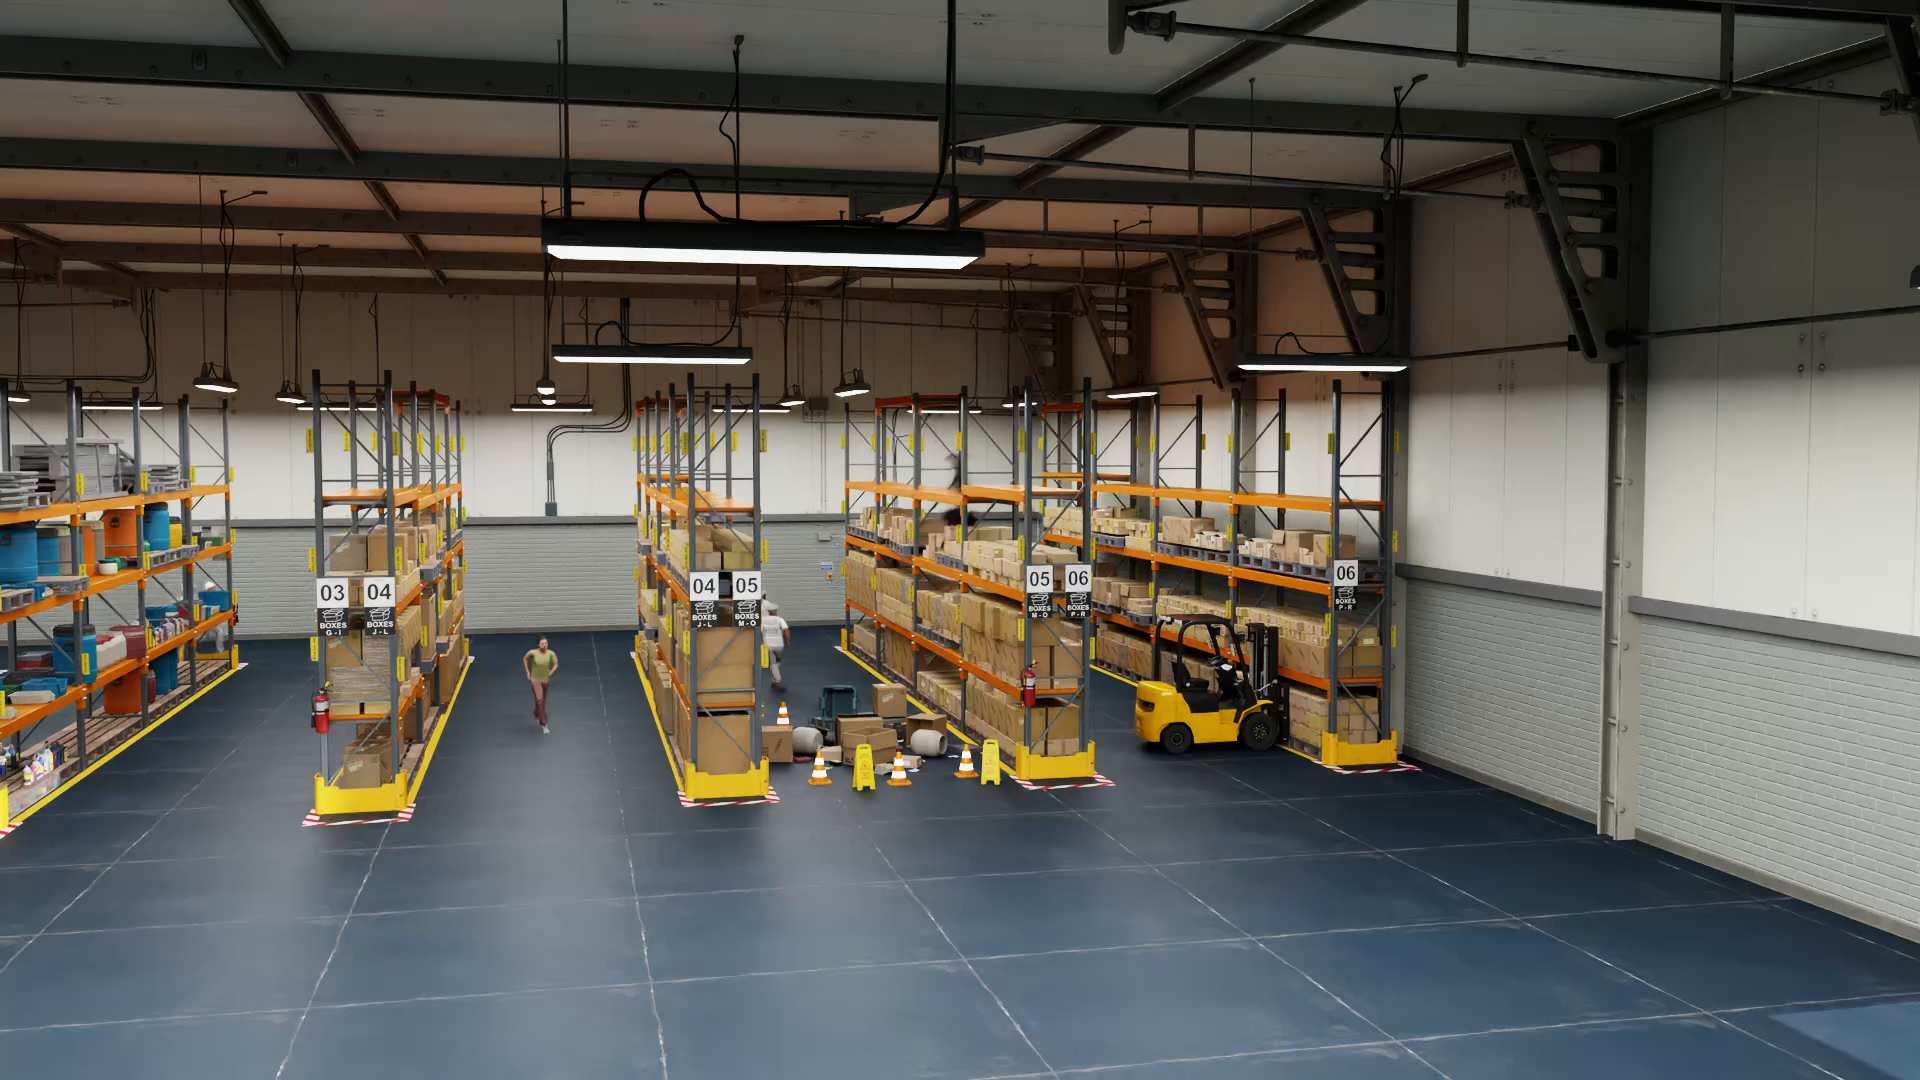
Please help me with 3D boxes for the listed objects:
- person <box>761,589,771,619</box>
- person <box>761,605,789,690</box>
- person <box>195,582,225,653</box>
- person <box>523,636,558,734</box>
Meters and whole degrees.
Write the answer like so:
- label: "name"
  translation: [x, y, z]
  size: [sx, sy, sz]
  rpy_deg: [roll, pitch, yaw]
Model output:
- label: "person"
  translation: [-4.606, 1.948, 38.421]
  size: [0.585, 1.649, 0.690]
  rpy_deg: [-3, 4, -42]
- label: "person"
  translation: [-3.805, 2.233, 33.869]
  size: [0.665, 1.735, 0.844]
  rpy_deg: [0, 3, -8]
- label: "person"
  translation: [-17.628, 1.867, 39.028]
  size: [0.954, 1.781, 0.669]
  rpy_deg: [0, 3, -1]
- label: "person"
  translation: [-7.334, 2.495, 29.087]
  size: [0.579, 1.672, 0.951]
  rpy_deg: [-2, 4, -27]
